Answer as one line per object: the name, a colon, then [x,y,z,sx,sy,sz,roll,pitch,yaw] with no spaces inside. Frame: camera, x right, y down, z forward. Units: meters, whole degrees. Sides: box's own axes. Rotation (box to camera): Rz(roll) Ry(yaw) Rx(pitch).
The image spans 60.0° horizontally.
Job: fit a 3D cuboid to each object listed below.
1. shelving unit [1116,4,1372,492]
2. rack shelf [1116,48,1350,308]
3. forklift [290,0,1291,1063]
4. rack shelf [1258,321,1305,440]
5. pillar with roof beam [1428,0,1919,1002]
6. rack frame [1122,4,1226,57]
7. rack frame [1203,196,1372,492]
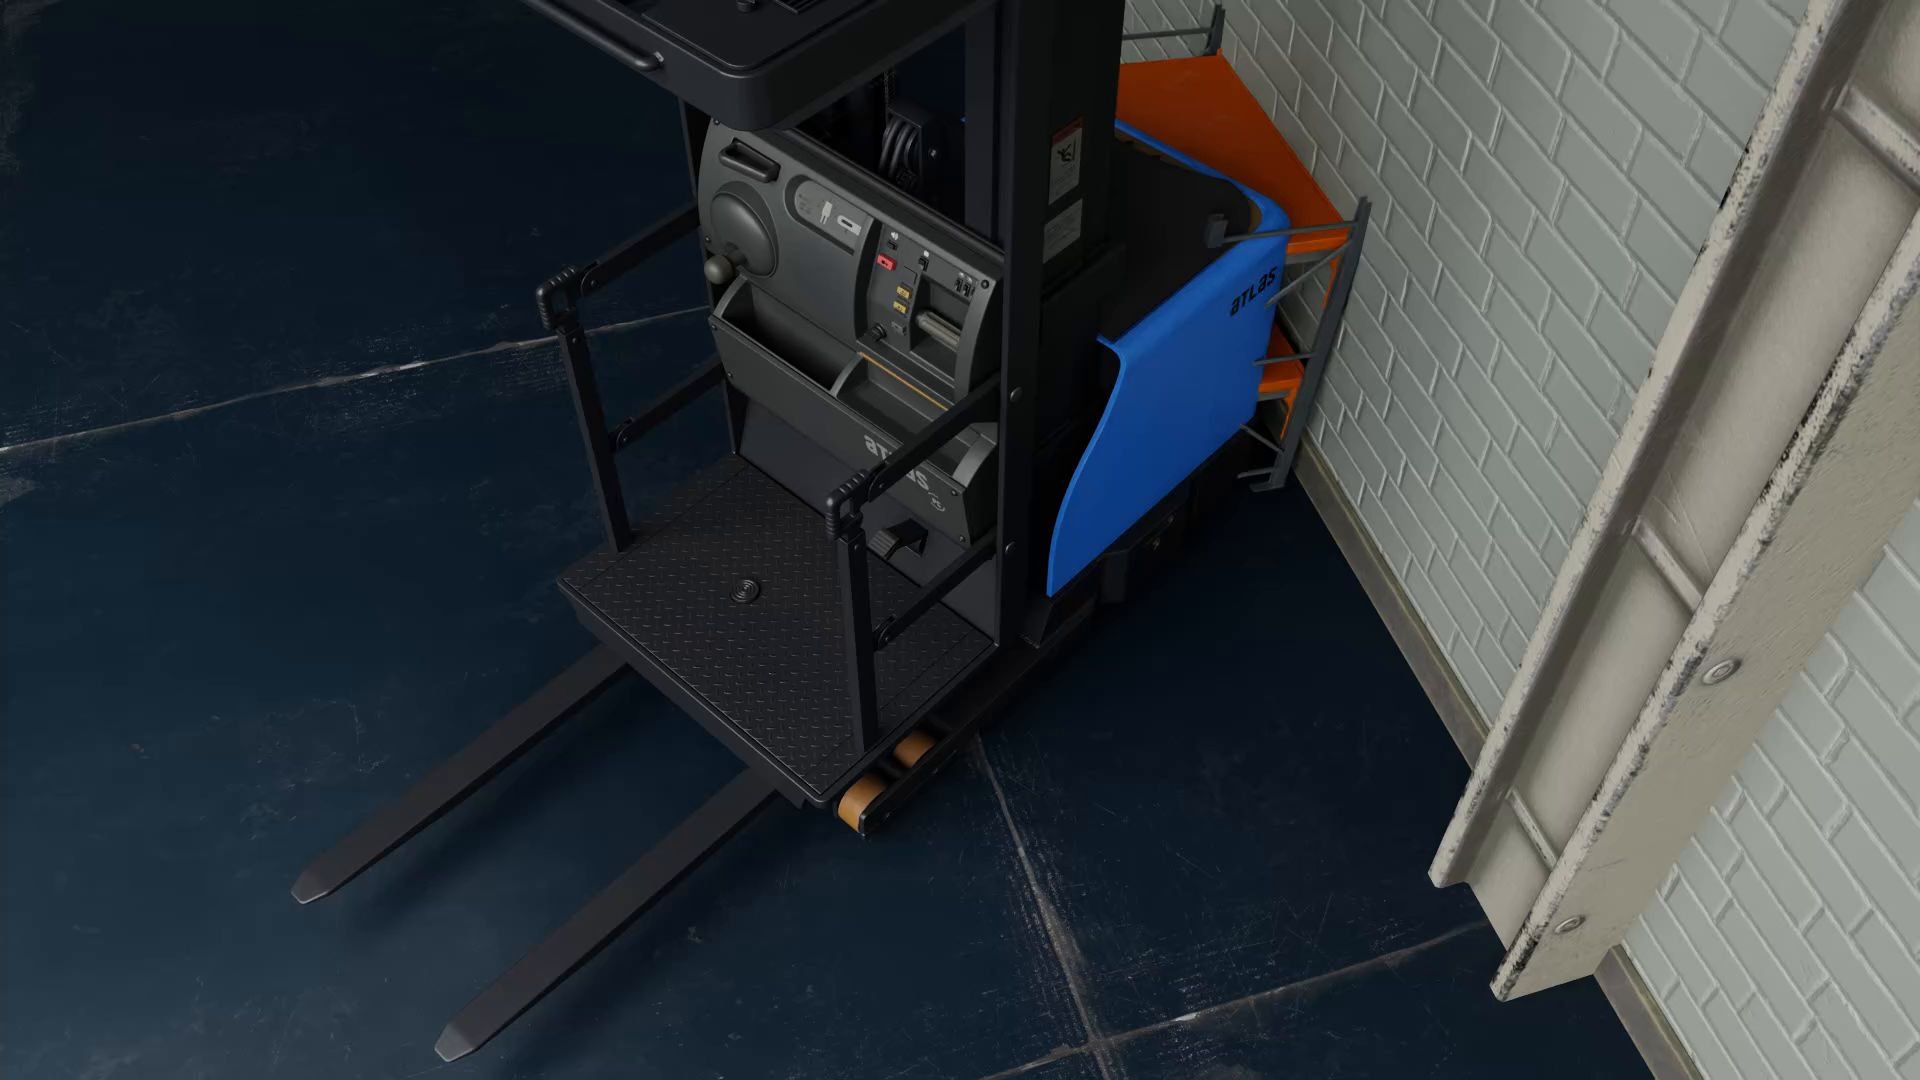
shelving unit: [0.708,-0.888,5.242,0.538,1.125,1.048,-10,50,-15]
rack shelf: [0.734,-1.085,5.027,0.538,0.278,1.000,-10,50,-15]
forklift: [-0.427,-0.591,3.831,1.130,2.935,3.031,35,58,26]
rack shelf: [0.686,-0.723,5.421,0.538,0.278,1.000,-10,50,-15]
pillar with roof beam: [-2.645,-0.924,0.143,9.100,9.000,0.400,-13,51,-11]
rack frame: [0.556,-1.254,5.560,0.500,1.125,0.032,-10,50,-15]
rack frame: [0.859,-0.521,4.924,0.500,1.125,0.032,-10,50,-15]
